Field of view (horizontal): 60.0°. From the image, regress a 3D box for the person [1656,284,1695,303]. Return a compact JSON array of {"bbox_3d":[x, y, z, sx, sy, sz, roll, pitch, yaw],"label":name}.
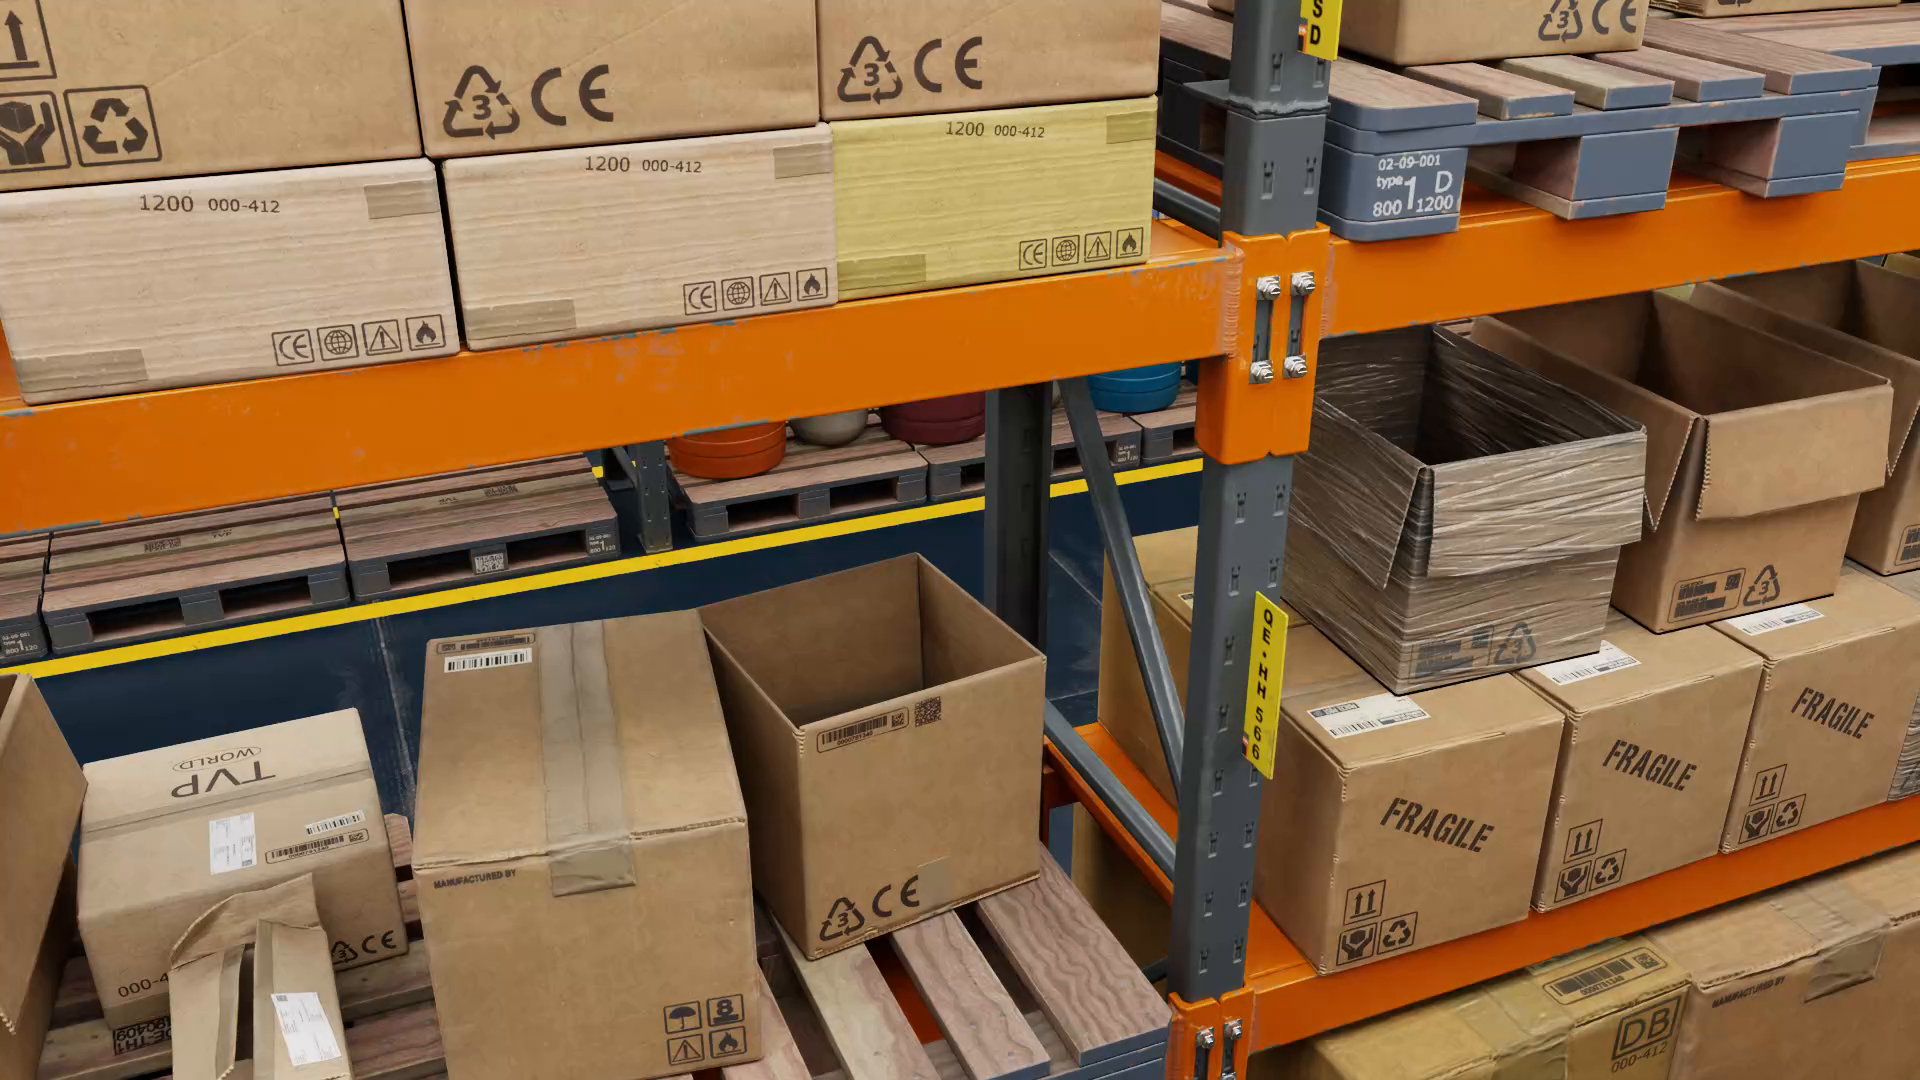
[{"bbox_3d":[3.353,-0.790,7.729,1.026,1.618,0.450,-16,30,-29],"label":"person"}]
